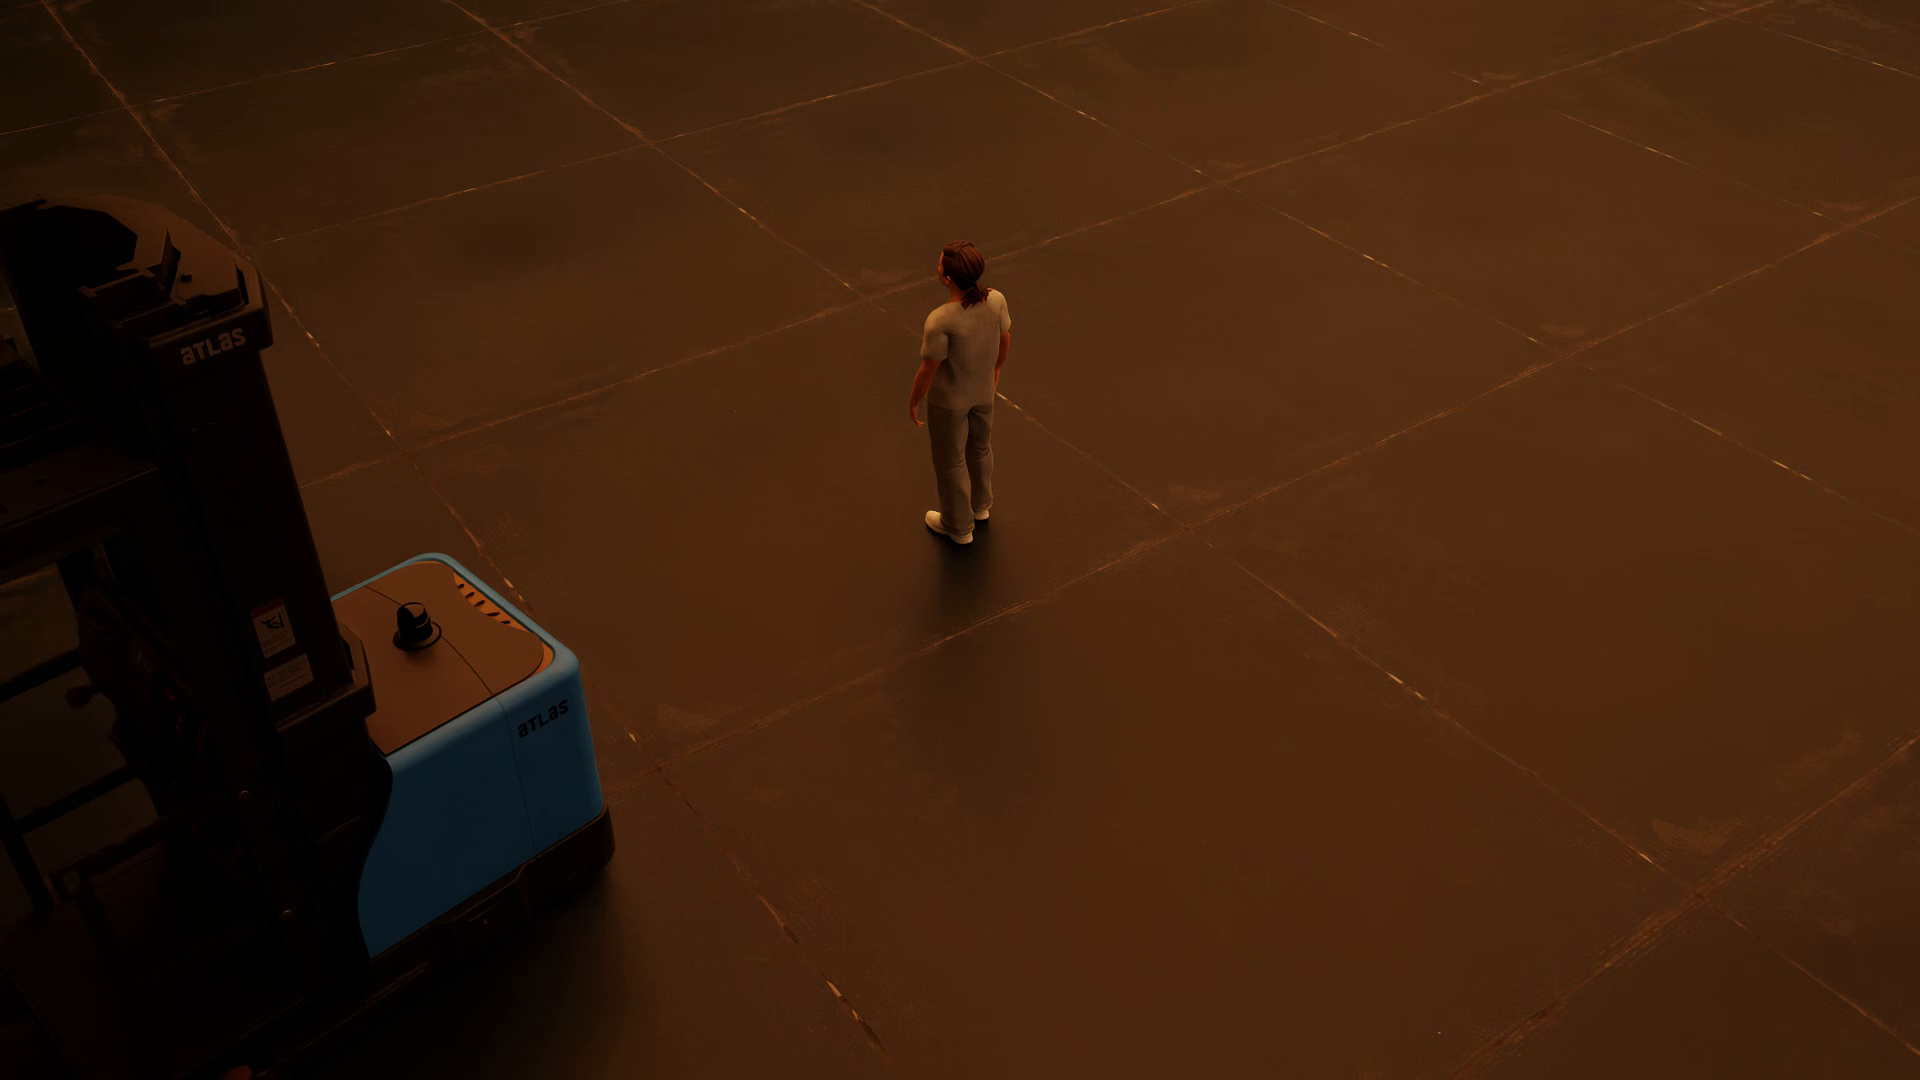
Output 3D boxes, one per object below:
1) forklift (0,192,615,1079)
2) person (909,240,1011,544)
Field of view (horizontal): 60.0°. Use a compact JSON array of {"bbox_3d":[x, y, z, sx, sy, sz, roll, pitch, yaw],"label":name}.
[{"bbox_3d":[-2.767,0.533,5.223,1.130,2.935,3.031,30,46,34],"label":"forklift"},{"bbox_3d":[-0.032,-0.719,7.962,0.550,1.675,0.549,-23,42,-28],"label":"person"}]
